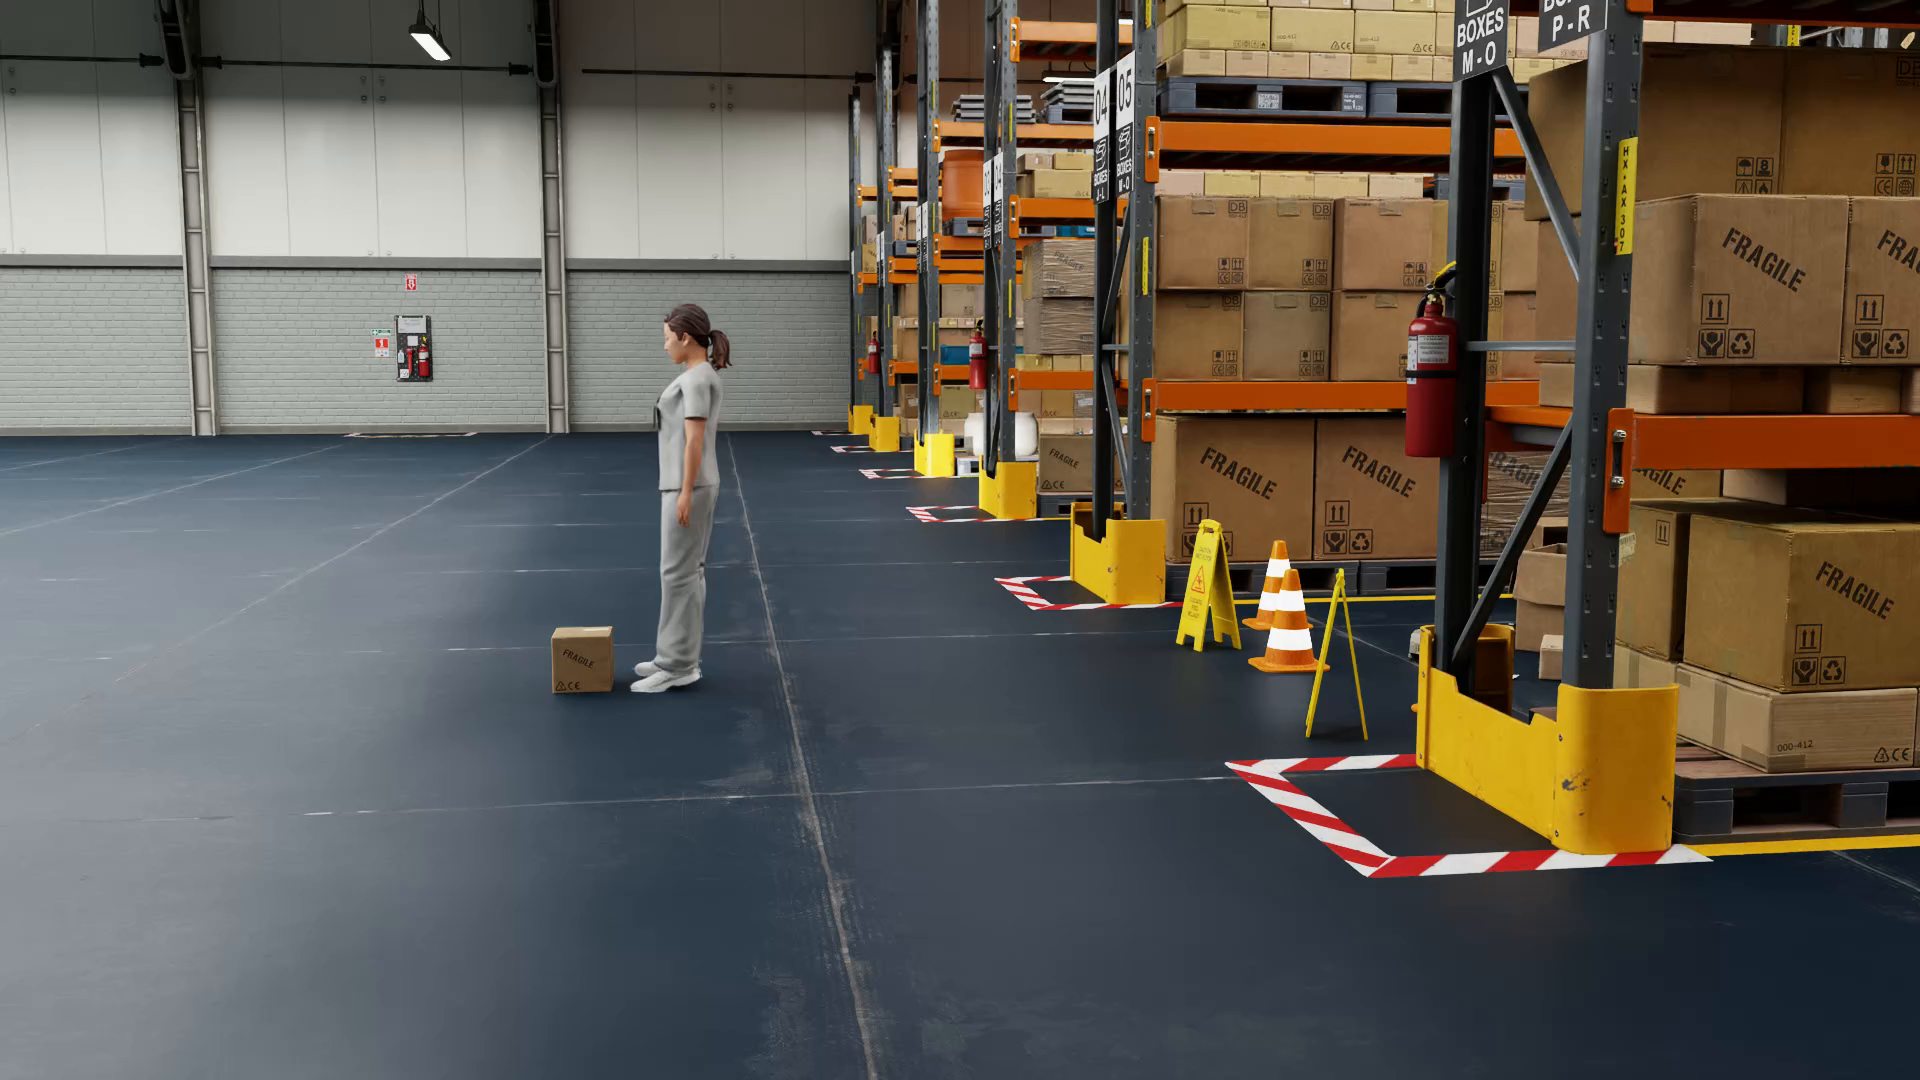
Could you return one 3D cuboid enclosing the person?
[{"bbox_3d":[-1.245,-0.190,7.395,0.460,1.711,0.473,0,7,-3],"label":"person"}]
